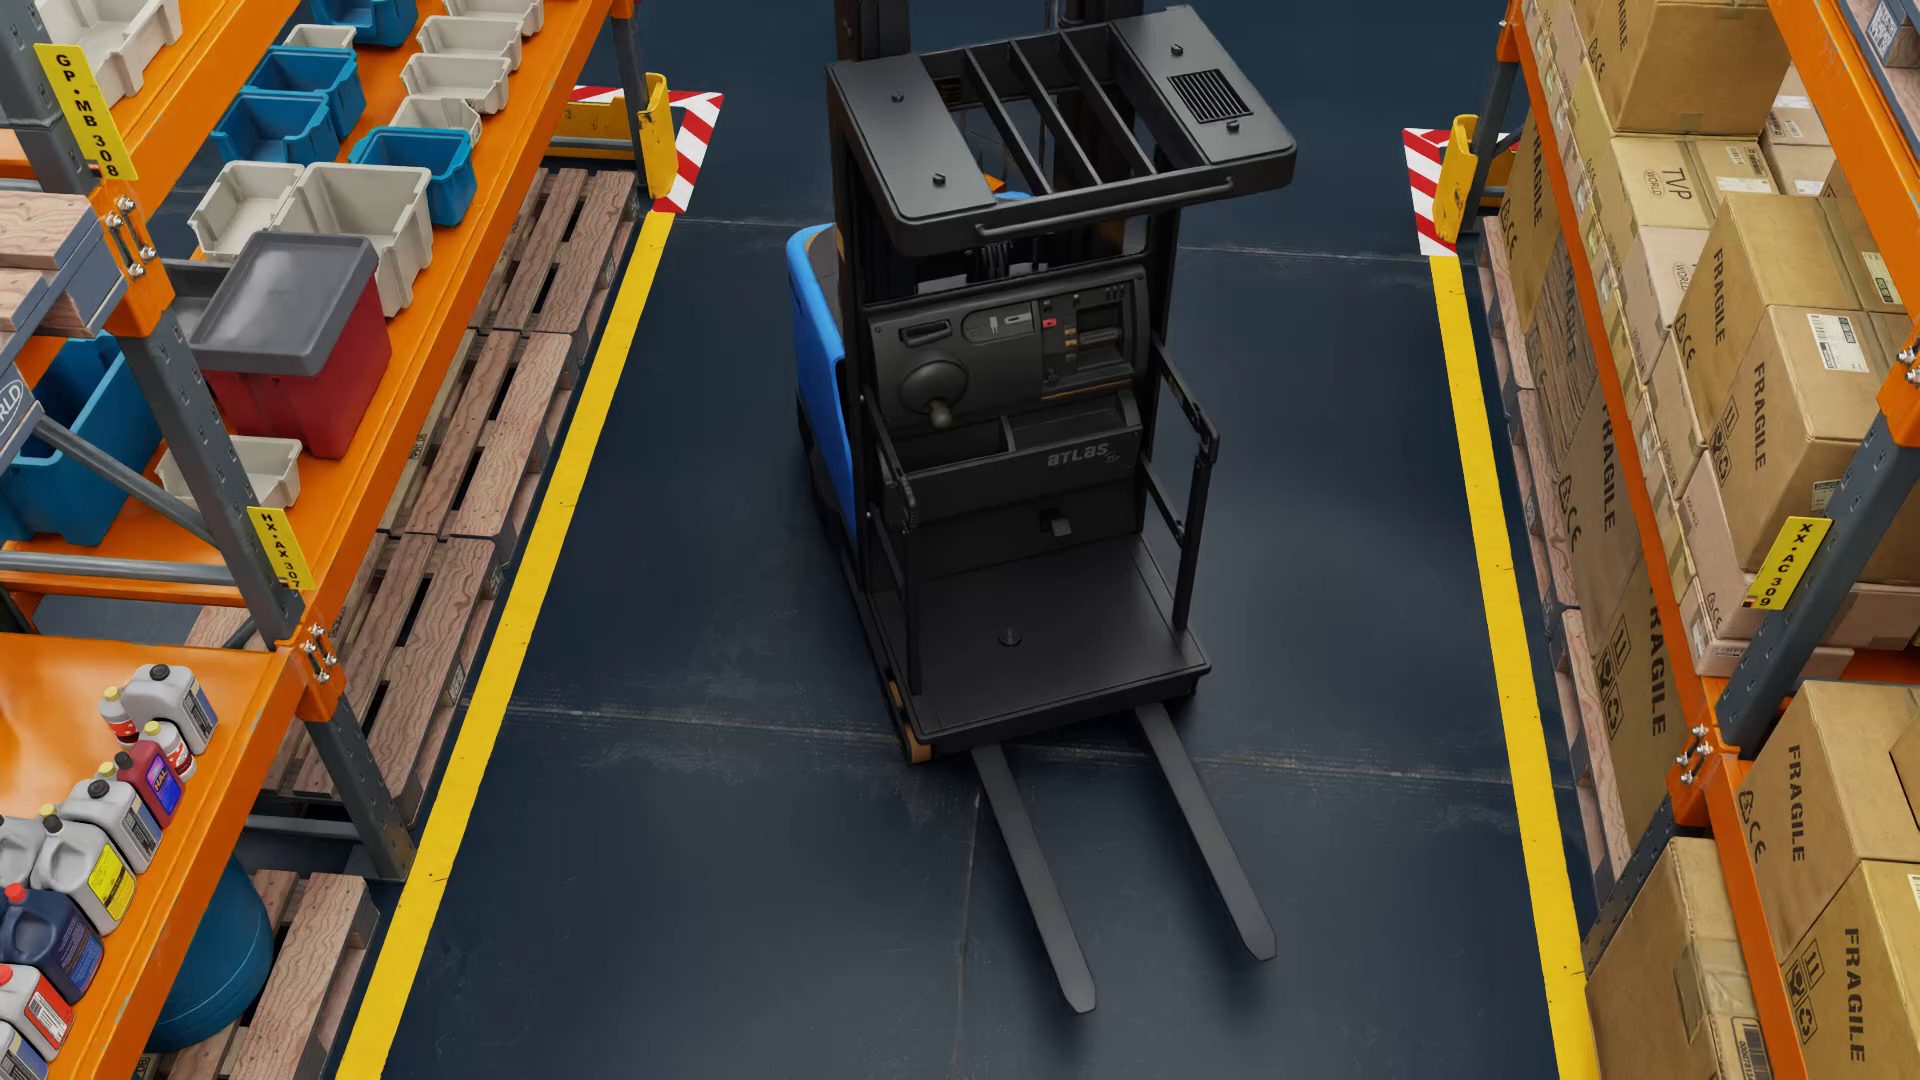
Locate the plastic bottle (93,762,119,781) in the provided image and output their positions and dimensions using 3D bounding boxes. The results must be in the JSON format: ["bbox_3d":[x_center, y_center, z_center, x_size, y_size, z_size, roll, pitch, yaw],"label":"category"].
[{"bbox_3d":[-2.153,0.641,4.266,0.097,0.201,0.097,0,48,0],"label":"plastic bottle"}]

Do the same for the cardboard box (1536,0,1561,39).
[{"bbox_3d":[2.601,-2.240,6.666,0.500,0.250,0.500,3,48,2],"label":"cardboard box"}]

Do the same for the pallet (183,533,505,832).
[{"bbox_3d":[-2.354,0.479,6.168,1.003,0.211,1.213,4,48,4],"label":"pallet"}]

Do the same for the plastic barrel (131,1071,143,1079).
[{"bbox_3d":[-2.514,1.567,4.422,0.600,0.901,0.708,4,48,4],"label":"plastic barrel"}]

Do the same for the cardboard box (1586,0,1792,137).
[{"bbox_3d":[2.515,-1.745,5.705,0.500,0.500,0.500,3,48,2],"label":"cardboard box"}]

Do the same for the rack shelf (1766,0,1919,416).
[{"bbox_3d":[2.732,-1.825,4.841,1.077,0.370,4.000,4,48,4],"label":"rack shelf"}]

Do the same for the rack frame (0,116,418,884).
[{"bbox_3d":[-2.383,0.081,4.643,1.000,3.000,0.127,4,48,4],"label":"rack frame"}]

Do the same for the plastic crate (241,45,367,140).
[{"bbox_3d":[-2.489,-1.695,6.340,0.416,0.233,0.300,4,48,4],"label":"plastic crate"}]

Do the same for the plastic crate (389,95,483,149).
[{"bbox_3d":[-1.963,-1.541,6.265,0.298,0.136,0.250,4,48,4],"label":"plastic crate"}]

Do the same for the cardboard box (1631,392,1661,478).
[{"bbox_3d":[2.321,-0.314,5.174,0.380,0.149,0.250,5,48,4],"label":"cardboard box"}]

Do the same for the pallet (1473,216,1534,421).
[{"bbox_3d":[2.919,-0.991,7.513,1.003,0.211,1.213,4,48,4],"label":"pallet"}]

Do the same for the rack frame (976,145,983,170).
[{"bbox_3d":[-0.036,-1.161,6.982,0.240,1.200,0.006,29,50,24],"label":"rack frame"}]

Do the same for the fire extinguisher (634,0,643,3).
[{"bbox_3d":[-1.552,-2.786,7.571,0.296,0.674,0.183,4,48,4],"label":"fire extinguisher"}]

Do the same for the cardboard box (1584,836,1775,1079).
[{"bbox_3d":[2.511,1.461,4.536,1.225,0.875,0.875,4,48,4],"label":"cardboard box"}]

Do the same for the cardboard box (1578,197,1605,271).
[{"bbox_3d":[2.414,-1.071,5.867,0.380,0.149,0.250,3,48,3],"label":"cardboard box"}]

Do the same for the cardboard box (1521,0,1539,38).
[{"bbox_3d":[2.553,-2.202,6.901,0.380,0.149,0.250,4,48,4],"label":"cardboard box"}]

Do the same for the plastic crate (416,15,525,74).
[{"bbox_3d":[-1.953,-1.966,6.653,0.396,0.136,0.243,4,48,4],"label":"plastic crate"}]

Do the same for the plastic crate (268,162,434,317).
[{"bbox_3d":[-2.060,-1.009,5.679,0.437,0.282,0.530,4,48,4],"label":"plastic crate"}]

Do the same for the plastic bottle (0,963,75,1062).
[{"bbox_3d":[-2.176,1.074,3.819,0.152,0.276,0.135,4,48,4],"label":"plastic bottle"}]

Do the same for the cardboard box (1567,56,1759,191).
[{"bbox_3d":[2.511,-1.489,5.979,0.500,0.250,0.500,2,48,2],"label":"cardboard box"}]

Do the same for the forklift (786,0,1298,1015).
[{"bbox_3d":[0.236,-0.520,5.239,1.130,2.935,3.031,-13,49,-11],"label":"forklift"}]

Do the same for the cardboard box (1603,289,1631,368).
[{"bbox_3d":[2.368,-0.691,5.520,0.380,0.149,0.250,3,48,3],"label":"cardboard box"}]

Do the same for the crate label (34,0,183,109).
[{"bbox_3d":[-2.050,-1.182,3.944,0.293,0.136,0.466,4,48,4],"label":"crate label"}]

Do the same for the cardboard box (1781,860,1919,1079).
[{"bbox_3d":[2.214,1.071,3.670,0.500,0.500,0.500,4,48,4],"label":"cardboard box"}]

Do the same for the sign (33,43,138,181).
[{"bbox_3d":[-1.835,-0.896,3.498,0.100,0.325,0.005,4,48,4],"label":"sign"}]

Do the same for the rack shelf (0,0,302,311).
[{"bbox_3d":[-2.201,-2.158,5.146,1.077,0.370,4.000,4,48,4],"label":"rack shelf"}]

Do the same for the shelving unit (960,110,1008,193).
[{"bbox_3d":[0.019,-1.210,7.036,0.258,1.200,0.189,29,50,24],"label":"shelving unit"}]

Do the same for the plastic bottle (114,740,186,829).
[{"bbox_3d":[-2.072,0.605,4.243,0.061,0.283,0.133,4,48,4],"label":"plastic bottle"}]

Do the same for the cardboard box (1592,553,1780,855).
[{"bbox_3d":[2.689,0.510,5.406,0.875,0.875,0.875,4,48,4],"label":"cardboard box"}]

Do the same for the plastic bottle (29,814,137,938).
[{"bbox_3d":[-2.141,0.795,4.023,0.144,0.351,0.185,4,48,4],"label":"plastic bottle"}]

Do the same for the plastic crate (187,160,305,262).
[{"bbox_3d":[-2.523,-1.150,5.907,0.293,0.136,0.466,4,48,4],"label":"plastic crate"}]

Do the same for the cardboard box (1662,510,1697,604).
[{"bbox_3d":[2.274,0.063,4.829,0.380,0.149,0.250,5,48,4],"label":"cardboard box"}]

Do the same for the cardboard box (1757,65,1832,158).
[{"bbox_3d":[3.041,-1.454,5.947,0.500,0.250,0.500,2,48,2],"label":"cardboard box"}]

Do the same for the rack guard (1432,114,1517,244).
[{"bbox_3d":[2.916,-1.699,7.965,1.175,0.500,0.348,4,48,4],"label":"rack guard"}]

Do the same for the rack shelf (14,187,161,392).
[{"bbox_3d":[-2.565,0.781,2.457,1.077,0.370,4.000,4,48,4],"label":"rack shelf"}]

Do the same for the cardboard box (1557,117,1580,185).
[{"bbox_3d":[2.461,-1.446,6.210,0.380,0.149,0.250,3,48,3],"label":"cardboard box"}]

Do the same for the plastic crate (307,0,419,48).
[{"bbox_3d":[-2.429,-2.179,6.783,0.416,0.233,0.300,4,48,4],"label":"plastic crate"}]

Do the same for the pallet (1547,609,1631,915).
[{"bbox_3d":[2.697,0.802,5.873,1.003,0.211,1.213,4,48,4],"label":"pallet"}]

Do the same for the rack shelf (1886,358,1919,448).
[{"bbox_3d":[2.367,1.114,2.153,1.077,0.370,4.000,4,48,4],"label":"rack shelf"}]

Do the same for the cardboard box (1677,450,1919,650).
[{"bbox_3d":[2.328,0.022,4.597,0.500,0.250,0.500,3,48,3],"label":"cardboard box"}]

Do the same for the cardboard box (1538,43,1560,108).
[{"bbox_3d":[2.508,-1.825,6.556,0.380,0.149,0.250,3,48,3],"label":"cardboard box"}]

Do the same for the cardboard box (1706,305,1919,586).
[{"bbox_3d":[2.325,-0.244,4.333,0.500,0.500,0.500,5,48,5],"label":"cardboard box"}]

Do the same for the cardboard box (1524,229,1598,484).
[{"bbox_3d":[2.852,-0.805,6.609,0.875,0.875,0.875,4,48,4],"label":"cardboard box"}]

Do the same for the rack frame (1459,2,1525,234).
[{"bbox_3d":[2.914,-2.525,7.027,1.000,3.000,0.127,4,48,4],"label":"rack frame"}]

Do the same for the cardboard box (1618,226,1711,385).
[{"bbox_3d":[2.419,-0.733,5.288,0.500,0.250,0.500,5,48,4],"label":"cardboard box"}]

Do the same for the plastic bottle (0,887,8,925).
[{"bbox_3d":[-2.301,0.921,3.908,0.144,0.351,0.185,4,48,4],"label":"plastic bottle"}]

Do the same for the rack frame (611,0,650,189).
[{"bbox_3d":[-2.018,-2.858,7.331,1.000,3.000,0.127,4,48,4],"label":"rack frame"}]

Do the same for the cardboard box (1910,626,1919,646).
[{"bbox_3d":[2.853,0.037,4.583,0.500,0.250,0.500,3,48,3],"label":"cardboard box"}]
